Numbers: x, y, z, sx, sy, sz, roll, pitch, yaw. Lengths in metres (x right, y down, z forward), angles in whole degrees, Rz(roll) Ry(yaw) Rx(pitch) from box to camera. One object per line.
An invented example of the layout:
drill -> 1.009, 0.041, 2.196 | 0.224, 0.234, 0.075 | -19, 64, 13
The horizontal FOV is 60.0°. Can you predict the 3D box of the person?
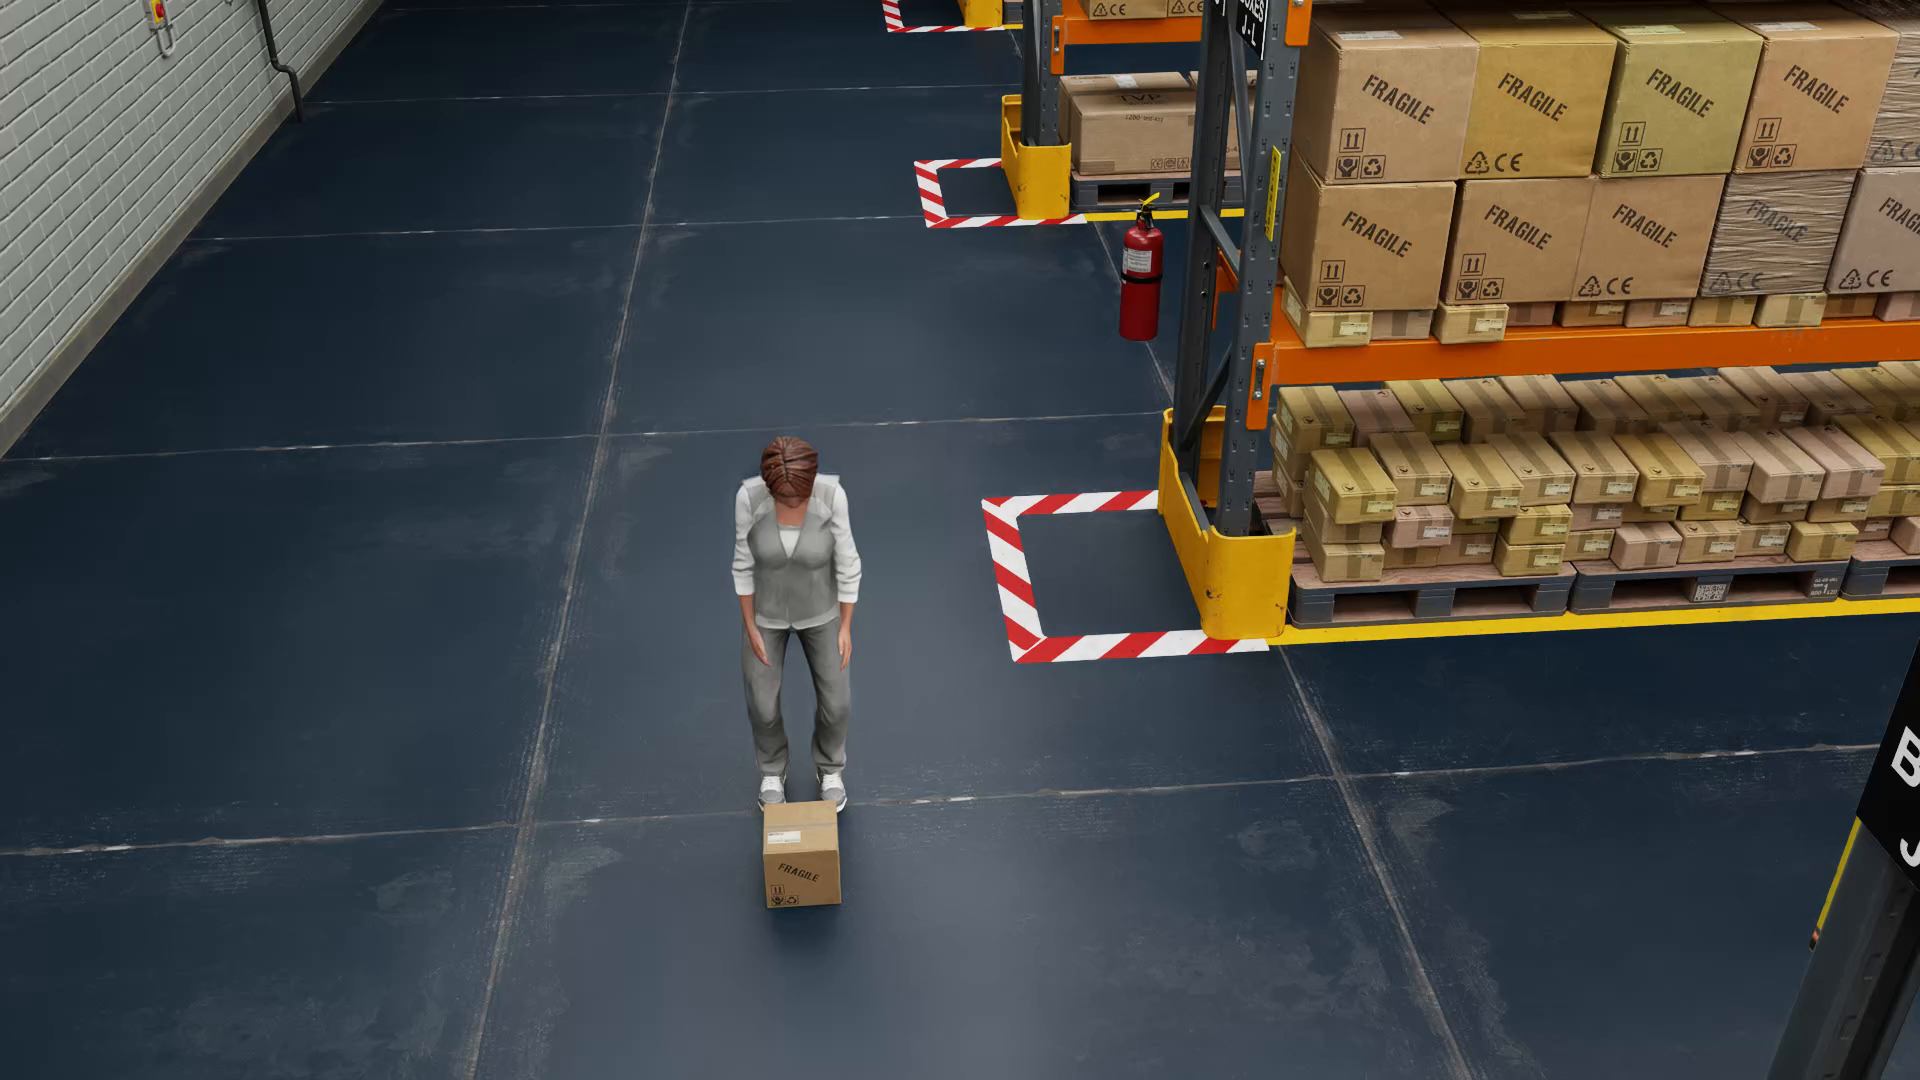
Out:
person -> -0.552, 0.299, 5.752 | 0.433, 1.506, 0.418 | -2, 32, -3
